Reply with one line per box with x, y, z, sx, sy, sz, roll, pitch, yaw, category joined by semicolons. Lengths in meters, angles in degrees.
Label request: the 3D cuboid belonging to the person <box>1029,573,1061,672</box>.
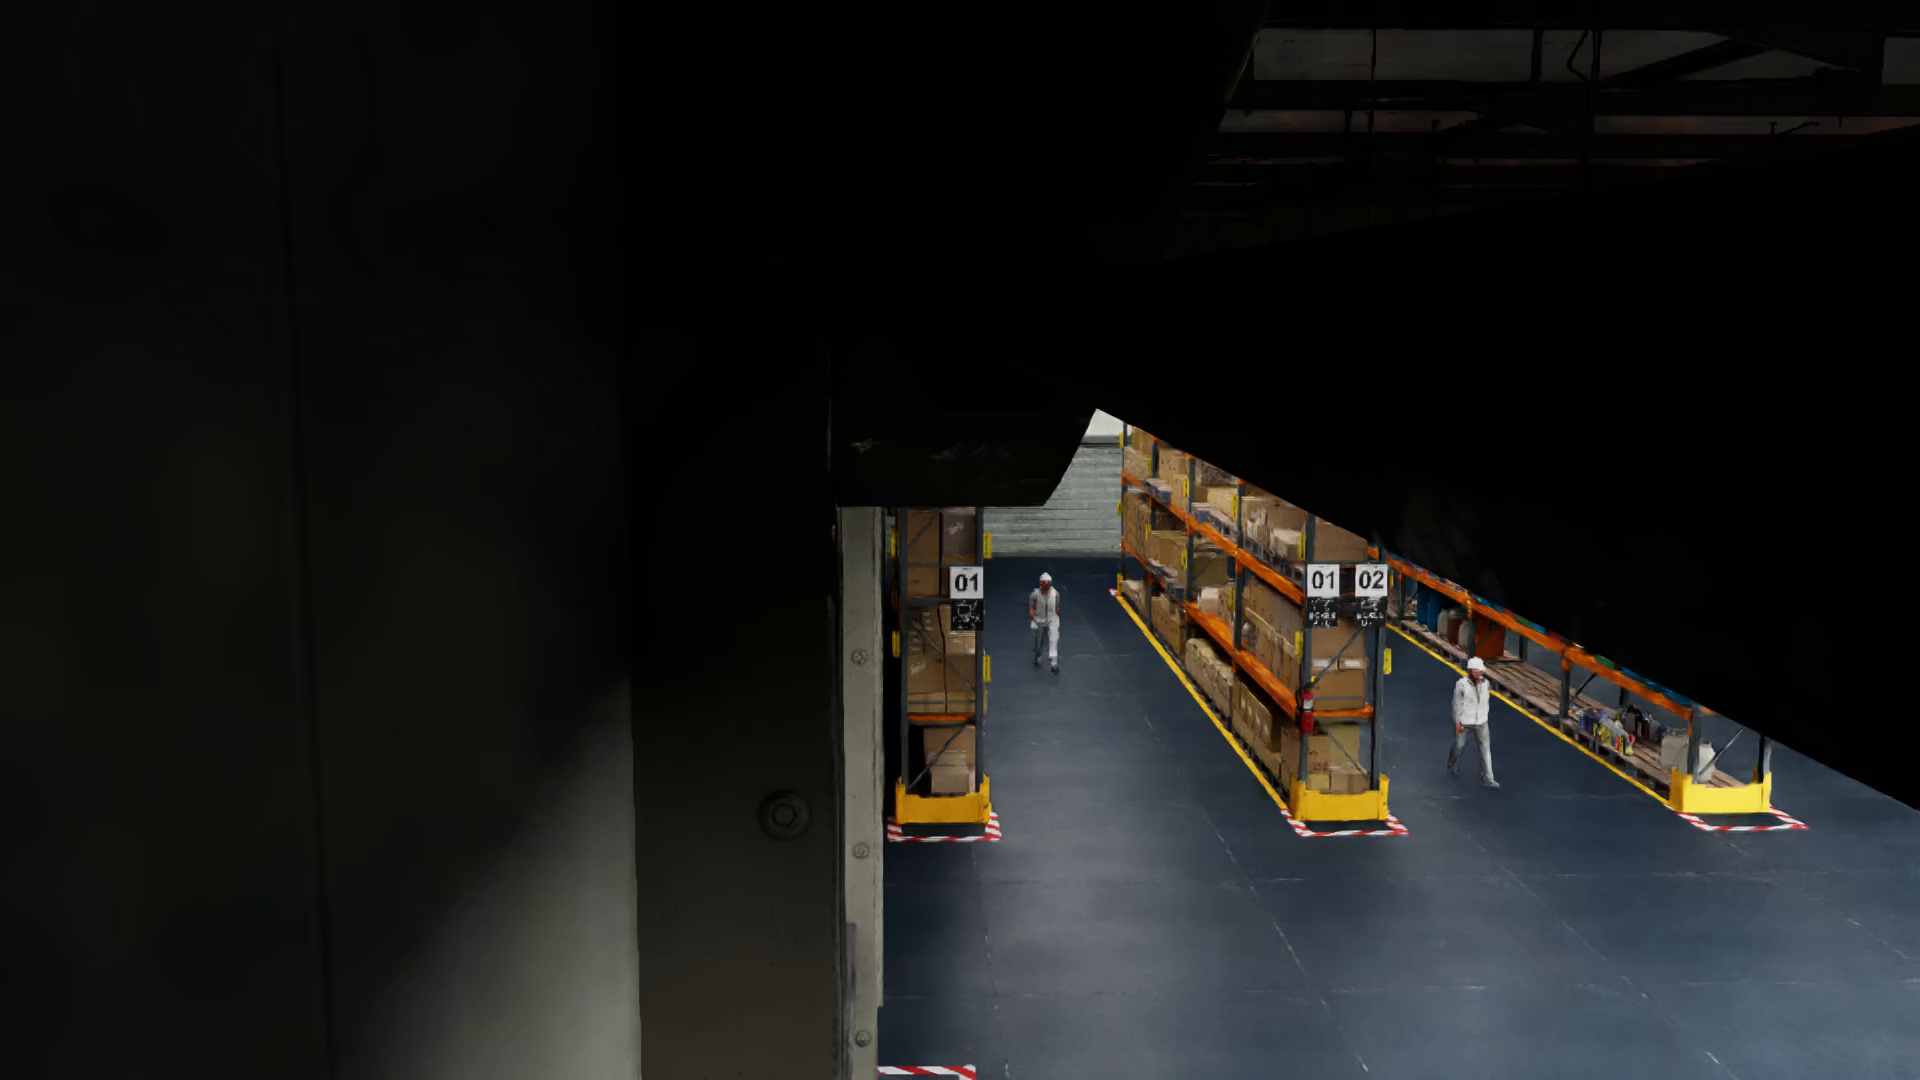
1.483;1.405;28.952;0.557;1.702;1.114;-1;8;-4;person

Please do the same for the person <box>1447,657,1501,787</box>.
6.802;2.379;22.112;0.546;1.693;1.106;-1;8;-5;person
